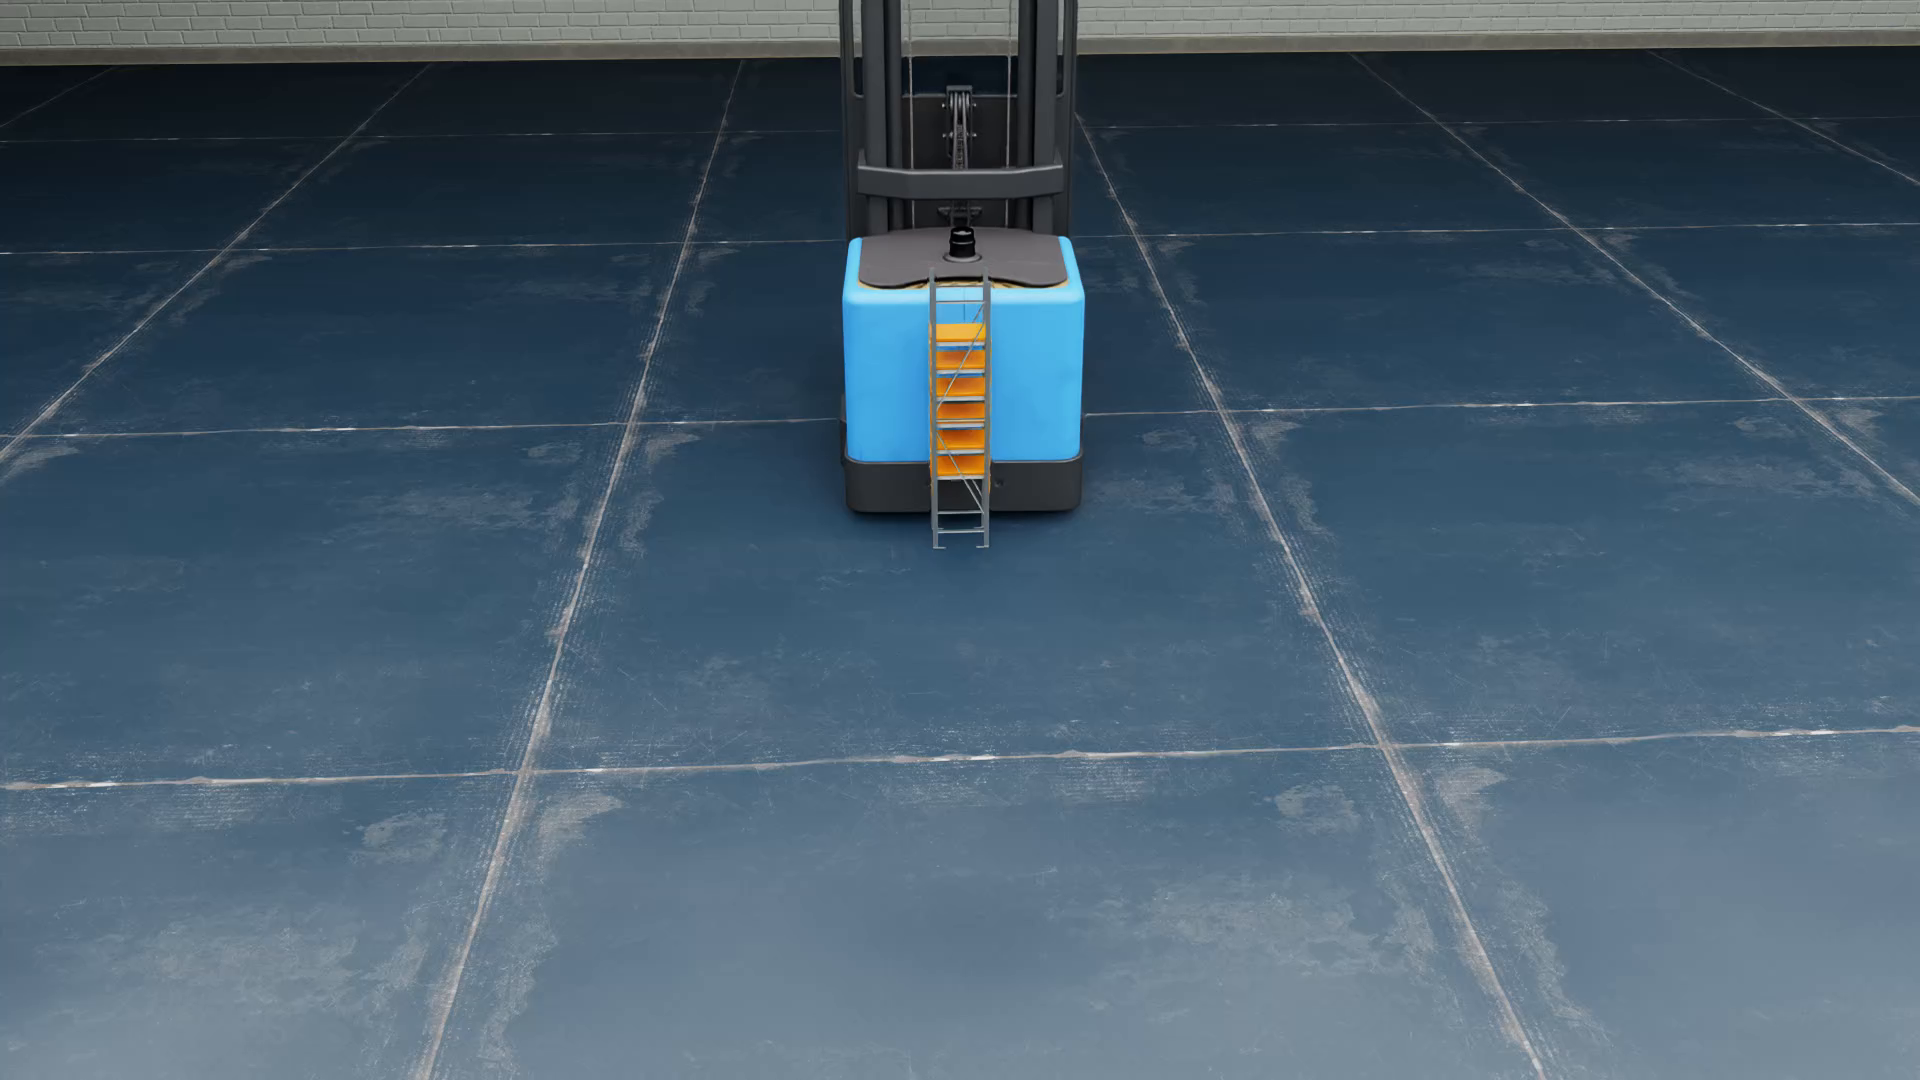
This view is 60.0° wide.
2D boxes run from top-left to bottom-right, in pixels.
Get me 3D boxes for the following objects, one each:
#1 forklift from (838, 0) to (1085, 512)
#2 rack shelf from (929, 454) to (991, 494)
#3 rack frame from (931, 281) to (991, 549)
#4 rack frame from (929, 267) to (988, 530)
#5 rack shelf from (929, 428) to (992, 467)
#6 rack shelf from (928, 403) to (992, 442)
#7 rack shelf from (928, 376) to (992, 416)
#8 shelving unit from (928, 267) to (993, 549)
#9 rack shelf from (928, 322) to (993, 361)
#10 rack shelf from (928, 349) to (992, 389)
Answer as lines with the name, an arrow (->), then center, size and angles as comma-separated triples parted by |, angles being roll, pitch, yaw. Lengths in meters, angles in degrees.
forklift -> -0.013, -2.061, 8.033 | 1.130, 2.935, 3.031 | -1, 28, -1
rack shelf -> -0.001, -0.286, 7.117 | 0.258, 0.103, 0.180 | -1, 28, -3
rack frame -> 0.004, -0.496, 6.904 | 0.240, 1.200, 0.006 | -1, 28, -3
rack frame -> -0.006, -0.581, 7.066 | 0.240, 1.200, 0.006 | -1, 28, -3
rack shelf -> -0.001, -0.393, 7.061 | 0.258, 0.103, 0.180 | -1, 28, -3
rack shelf -> -0.001, -0.499, 7.006 | 0.258, 0.103, 0.180 | -1, 28, -3
rack shelf -> -0.001, -0.606, 6.950 | 0.258, 0.103, 0.180 | -1, 28, -3
shelving unit -> -0.001, -0.539, 6.985 | 0.258, 1.200, 0.189 | -1, 28, -3
rack shelf -> -0.001, -0.818, 6.839 | 0.258, 0.103, 0.180 | -1, 28, -3
rack shelf -> -0.001, -0.712, 6.895 | 0.258, 0.103, 0.180 | -1, 28, -3
